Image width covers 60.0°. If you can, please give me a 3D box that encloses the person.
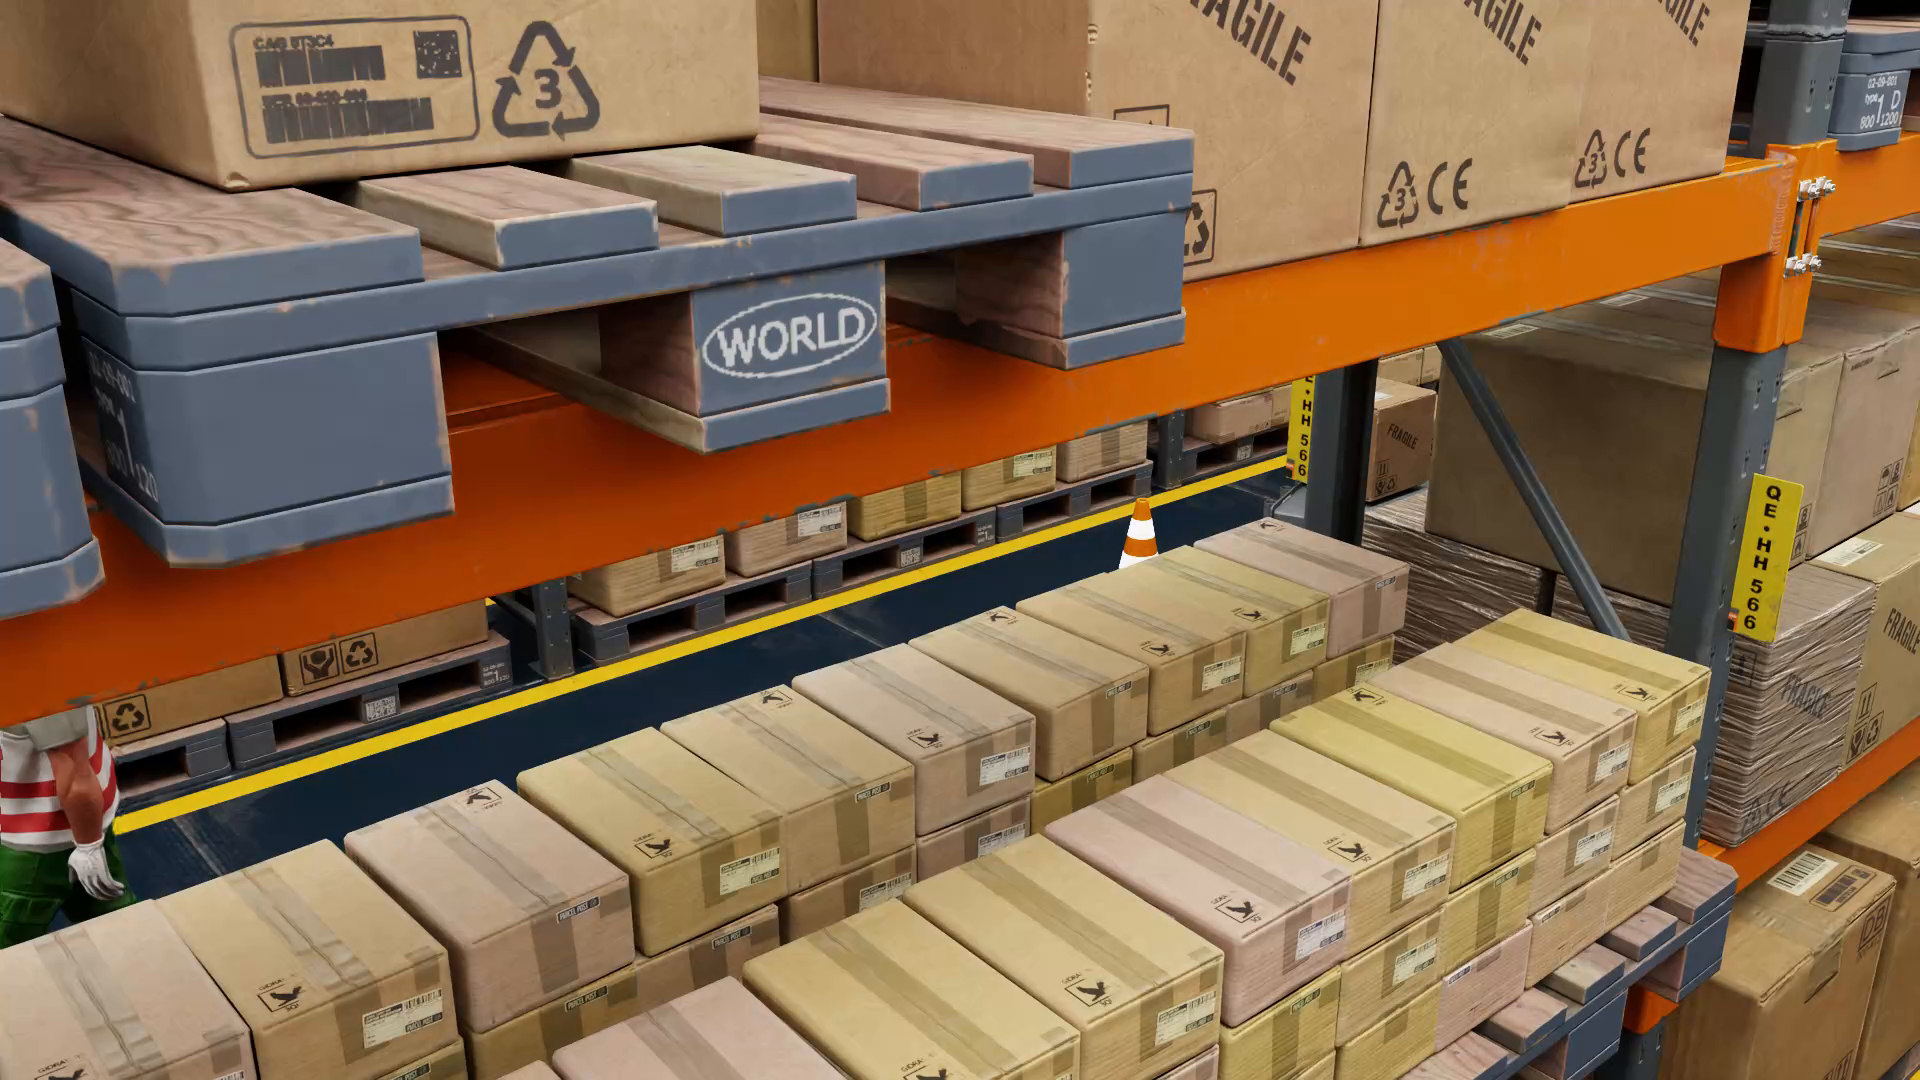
[{"bbox_3d":[-2.498,0.908,4.529,0.631,1.600,0.554,-8,22,-21],"label":"person"}]
